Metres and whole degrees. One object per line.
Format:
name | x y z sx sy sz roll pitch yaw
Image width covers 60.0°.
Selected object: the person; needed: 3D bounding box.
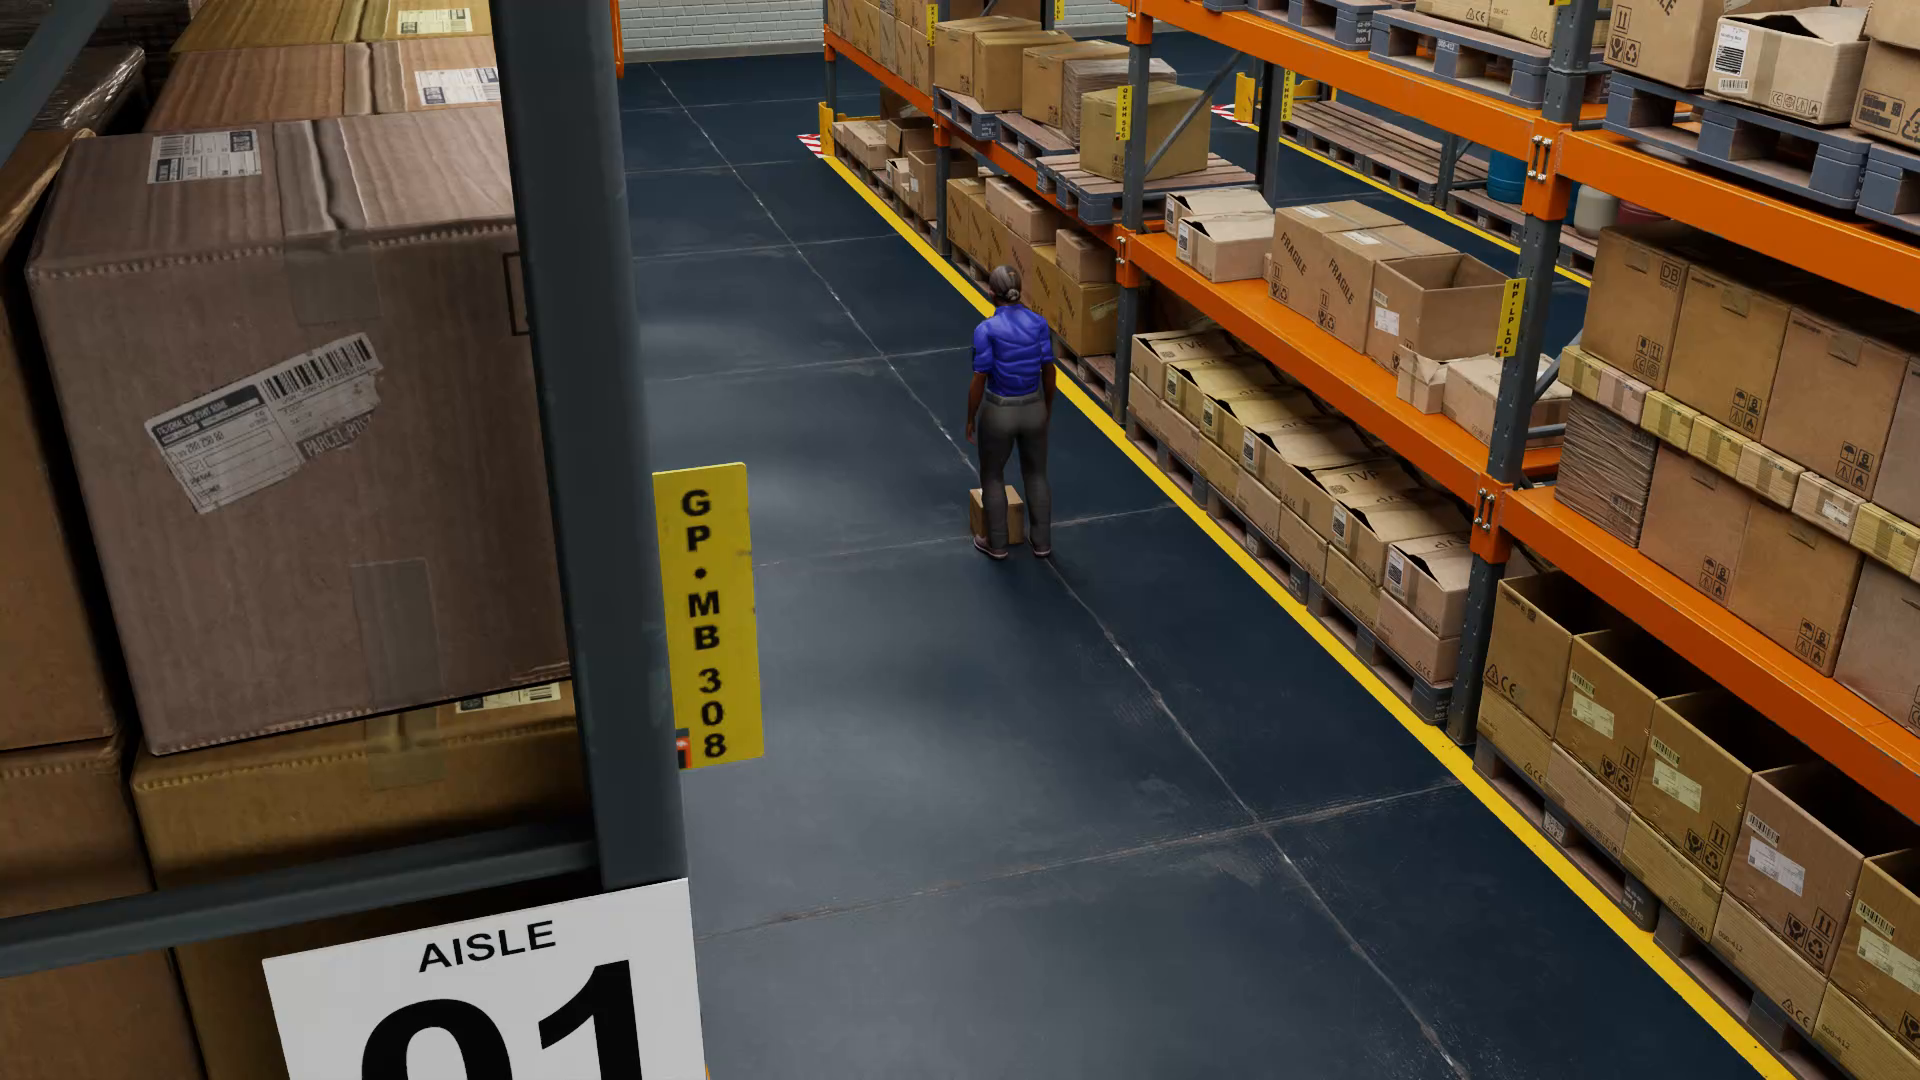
person | 0.276 -0.676 8.976 0.527 1.655 0.394 -9 28 -18
